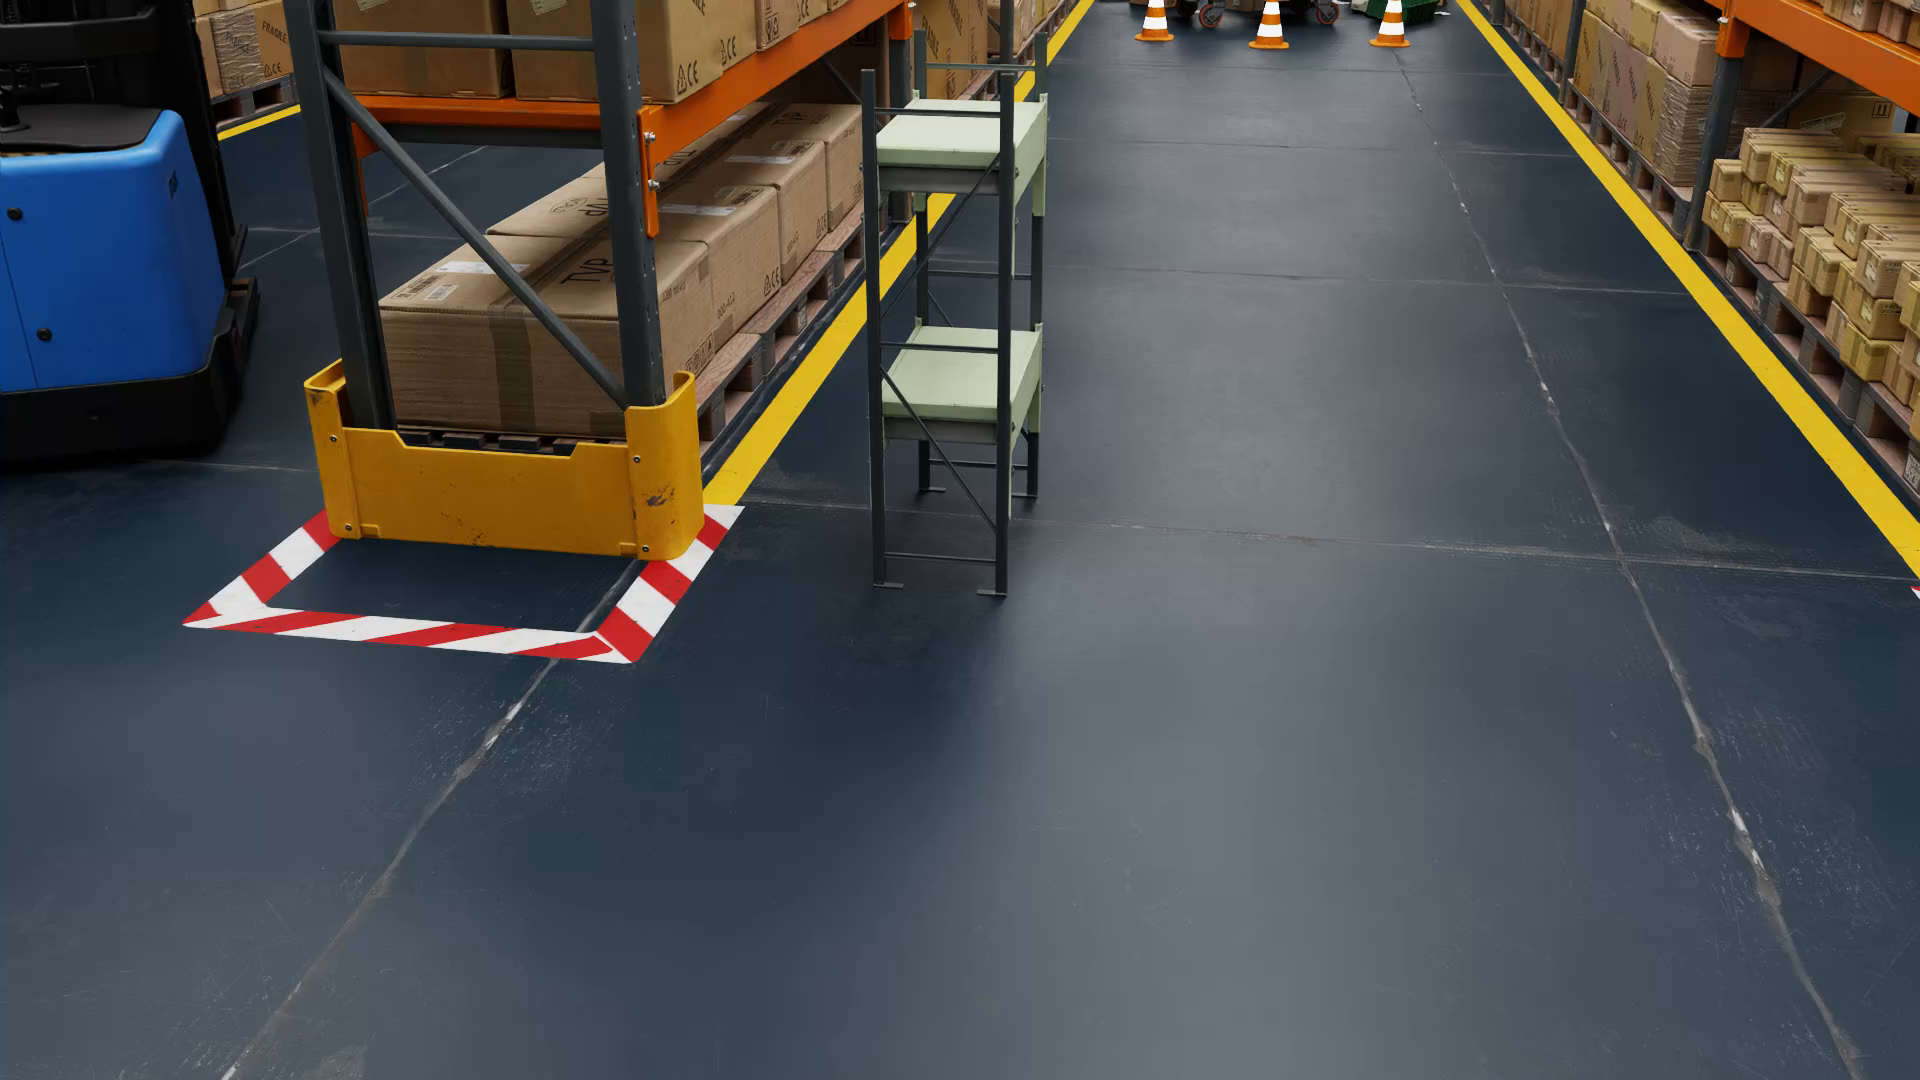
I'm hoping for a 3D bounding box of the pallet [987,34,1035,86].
[{"bbox_3d":[0.023,-3.820,13.163,1.003,0.211,1.213,4,25,9],"label":"pallet"}]

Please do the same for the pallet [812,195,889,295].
[{"bbox_3d":[-0.961,-1.508,8.223,1.003,0.211,1.213,4,25,9],"label":"pallet"}]

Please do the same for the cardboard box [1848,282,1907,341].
[{"bbox_3d":[3.446,-0.819,5.978,0.380,0.149,0.250,4,25,9],"label":"cardboard box"}]

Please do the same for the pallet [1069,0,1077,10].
[{"bbox_3d":[0.623,-5.450,16.644,1.003,0.211,1.213,4,25,9],"label":"pallet"}]

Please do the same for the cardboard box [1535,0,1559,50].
[{"bbox_3d":[5.122,-4.242,12.932,1.050,0.750,0.750,4,25,9],"label":"cardboard box"}]

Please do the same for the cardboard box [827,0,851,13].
[{"bbox_3d":[-0.730,-2.490,6.914,0.500,0.500,0.500,4,25,8],"label":"cardboard box"}]

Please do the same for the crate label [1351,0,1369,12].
[{"bbox_3d":[3.976,-5.223,16.247,0.298,0.136,0.250,-14,29,-27],"label":"crate label"}]

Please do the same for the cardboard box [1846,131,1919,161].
[{"bbox_3d":[4.339,-1.785,7.690,0.380,0.149,0.250,5,25,10],"label":"cardboard box"}]

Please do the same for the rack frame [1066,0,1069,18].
[{"bbox_3d":[0.548,-6.430,15.448,1.000,3.000,0.127,4,25,9],"label":"rack frame"}]

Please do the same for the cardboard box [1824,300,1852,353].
[{"bbox_3d":[3.509,-0.791,6.269,0.380,0.149,0.250,5,25,10],"label":"cardboard box"}]

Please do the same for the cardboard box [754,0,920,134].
[{"bbox_3d":[-0.737,-2.576,9.227,0.875,0.875,0.875,5,26,10],"label":"cardboard box"}]

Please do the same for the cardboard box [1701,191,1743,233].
[{"bbox_3d":[3.764,-1.552,7.895,0.380,0.149,0.250,3,25,6],"label":"cardboard box"}]

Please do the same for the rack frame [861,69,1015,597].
[{"bbox_3d":[-0.059,-0.529,4.611,0.400,1.500,0.023,4,25,9],"label":"rack frame"}]

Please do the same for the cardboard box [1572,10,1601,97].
[{"bbox_3d":[4.427,-3.236,11.078,0.500,0.500,0.500,3,25,6],"label":"cardboard box"}]

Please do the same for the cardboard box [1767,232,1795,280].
[{"bbox_3d":[3.739,-1.223,7.193,0.380,0.149,0.250,4,25,7],"label":"cardboard box"}]

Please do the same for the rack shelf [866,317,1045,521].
[{"bbox_3d":[0.001,-0.387,5.076,0.431,0.370,0.720,4,25,9],"label":"rack shelf"}]

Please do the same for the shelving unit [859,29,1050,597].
[{"bbox_3d":[0.001,-0.682,4.938,0.431,1.500,0.755,4,25,9],"label":"shelving unit"}]

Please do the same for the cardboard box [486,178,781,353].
[{"bbox_3d":[-1.263,-1.107,6.603,0.875,0.438,0.875,5,25,10],"label":"cardboard box"}]

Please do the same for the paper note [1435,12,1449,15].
[{"bbox_3d":[4.664,-5.128,16.169,0.147,0.020,0.142,-14,29,-27],"label":"paper note"}]

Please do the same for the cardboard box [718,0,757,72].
[{"bbox_3d":[-0.996,-1.850,5.547,0.500,0.500,0.500,4,25,8],"label":"cardboard box"}]

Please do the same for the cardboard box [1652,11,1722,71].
[{"bbox_3d":[4.110,-2.724,9.099,0.500,0.250,0.500,5,26,11],"label":"cardboard box"}]

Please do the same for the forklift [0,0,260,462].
[{"bbox_3d":[-3.562,-2.159,6.406,1.130,2.935,3.031,-8,26,-16],"label":"forklift"}]

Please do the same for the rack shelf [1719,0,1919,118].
[{"bbox_3d":[3.814,-1.621,6.023,1.077,0.370,4.000,4,25,9],"label":"rack shelf"}]

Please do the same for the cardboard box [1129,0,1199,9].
[{"bbox_3d":[2.065,-5.652,16.733,0.500,0.500,0.500,-20,32,-36],"label":"cardboard box"}]

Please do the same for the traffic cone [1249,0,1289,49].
[{"bbox_3d":[2.665,-4.474,14.263,0.336,0.463,0.334,4,25,9],"label":"traffic cone"}]

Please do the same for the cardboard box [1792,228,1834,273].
[{"bbox_3d":[3.589,-1.144,6.671,0.380,0.149,0.250,4,25,8],"label":"cardboard box"}]

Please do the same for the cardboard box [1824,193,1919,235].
[{"bbox_3d":[3.678,-1.270,6.591,0.380,0.149,0.250,3,25,6],"label":"cardboard box"}]

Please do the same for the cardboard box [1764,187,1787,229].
[{"bbox_3d":[3.808,-1.471,7.371,0.380,0.149,0.250,4,25,8],"label":"cardboard box"}]

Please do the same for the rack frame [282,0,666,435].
[{"bbox_3d":[-1.413,-1.411,4.726,1.000,3.000,0.127,4,25,9],"label":"rack frame"}]

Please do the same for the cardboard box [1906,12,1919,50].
[{"bbox_3d":[3.586,-1.797,5.847,0.380,0.149,0.250,4,25,9],"label":"cardboard box"}]

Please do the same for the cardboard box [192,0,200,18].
[{"bbox_3d":[-5.185,-3.460,10.791,0.380,0.149,0.250,5,26,10],"label":"cardboard box"}]

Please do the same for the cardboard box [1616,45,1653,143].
[{"bbox_3d":[4.185,-2.597,9.713,0.500,0.500,0.500,3,25,7],"label":"cardboard box"}]

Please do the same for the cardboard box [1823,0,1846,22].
[{"bbox_3d":[3.655,-2.131,6.560,0.380,0.149,0.250,4,25,9],"label":"cardboard box"}]

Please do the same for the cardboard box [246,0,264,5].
[{"bbox_3d":[-5.063,-3.792,11.500,0.380,0.149,0.250,4,25,8],"label":"cardboard box"}]

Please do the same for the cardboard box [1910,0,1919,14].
[{"bbox_3d":[3.469,-1.924,5.352,0.500,0.500,0.500,4,25,9],"label":"cardboard box"}]

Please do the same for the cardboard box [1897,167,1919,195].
[{"bbox_3d":[4.183,-1.467,7.012,0.380,0.149,0.250,5,26,10],"label":"cardboard box"}]

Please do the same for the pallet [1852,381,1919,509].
[{"bbox_3d":[3.667,-0.216,5.463,1.003,0.211,1.213,4,25,9],"label":"pallet"}]

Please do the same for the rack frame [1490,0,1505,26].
[{"bbox_3d":[5.448,-6.129,14.805,1.000,3.000,0.127,4,25,9],"label":"rack frame"}]

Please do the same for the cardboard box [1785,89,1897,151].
[{"bbox_3d":[4.523,-2.132,8.719,0.500,0.500,0.500,5,26,11],"label":"cardboard box"}]

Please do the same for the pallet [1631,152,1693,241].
[{"bbox_3d":[4.266,-1.846,8.944,1.003,0.211,1.213,4,25,9],"label":"pallet"}]

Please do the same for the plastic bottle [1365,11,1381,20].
[{"bbox_3d":[4.004,-5.018,15.899,0.133,0.061,0.283,-9,27,-19],"label":"plastic bottle"}]

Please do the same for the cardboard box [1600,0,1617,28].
[{"bbox_3d":[4.360,-3.370,10.480,0.500,0.250,0.500,4,25,8],"label":"cardboard box"}]

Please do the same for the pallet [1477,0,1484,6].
[{"bbox_3d":[5.846,-5.690,17.158,1.003,0.211,1.213,4,25,9],"label":"pallet"}]

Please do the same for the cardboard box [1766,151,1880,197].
[{"bbox_3d":[3.783,-1.601,7.299,0.380,0.149,0.250,4,25,8],"label":"cardboard box"}]

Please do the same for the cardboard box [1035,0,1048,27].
[{"bbox_3d":[0.238,-4.618,14.182,0.950,0.372,0.625,5,26,10],"label":"cardboard box"}]

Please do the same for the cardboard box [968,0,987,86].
[{"bbox_3d":[-0.301,-3.701,11.630,0.875,0.875,0.875,4,25,8],"label":"cardboard box"}]

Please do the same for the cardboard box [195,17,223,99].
[{"bbox_3d":[-5.193,-3.103,10.793,0.500,0.500,0.500,3,25,7],"label":"cardboard box"}]

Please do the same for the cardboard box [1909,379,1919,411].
[{"bbox_3d":[3.437,-0.463,5.568,0.380,0.149,0.250,4,25,8],"label":"cardboard box"}]

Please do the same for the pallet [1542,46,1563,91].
[{"bbox_3d":[4.997,-3.517,12.516,1.003,0.211,1.213,4,25,9],"label":"pallet"}]

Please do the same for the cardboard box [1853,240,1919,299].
[{"bbox_3d":[3.432,-0.956,5.919,0.380,0.149,0.250,5,26,10],"label":"cardboard box"}]

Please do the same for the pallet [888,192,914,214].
[{"bbox_3d":[-0.708,-2.149,9.591,1.003,0.211,1.213,4,25,9],"label":"pallet"}]
